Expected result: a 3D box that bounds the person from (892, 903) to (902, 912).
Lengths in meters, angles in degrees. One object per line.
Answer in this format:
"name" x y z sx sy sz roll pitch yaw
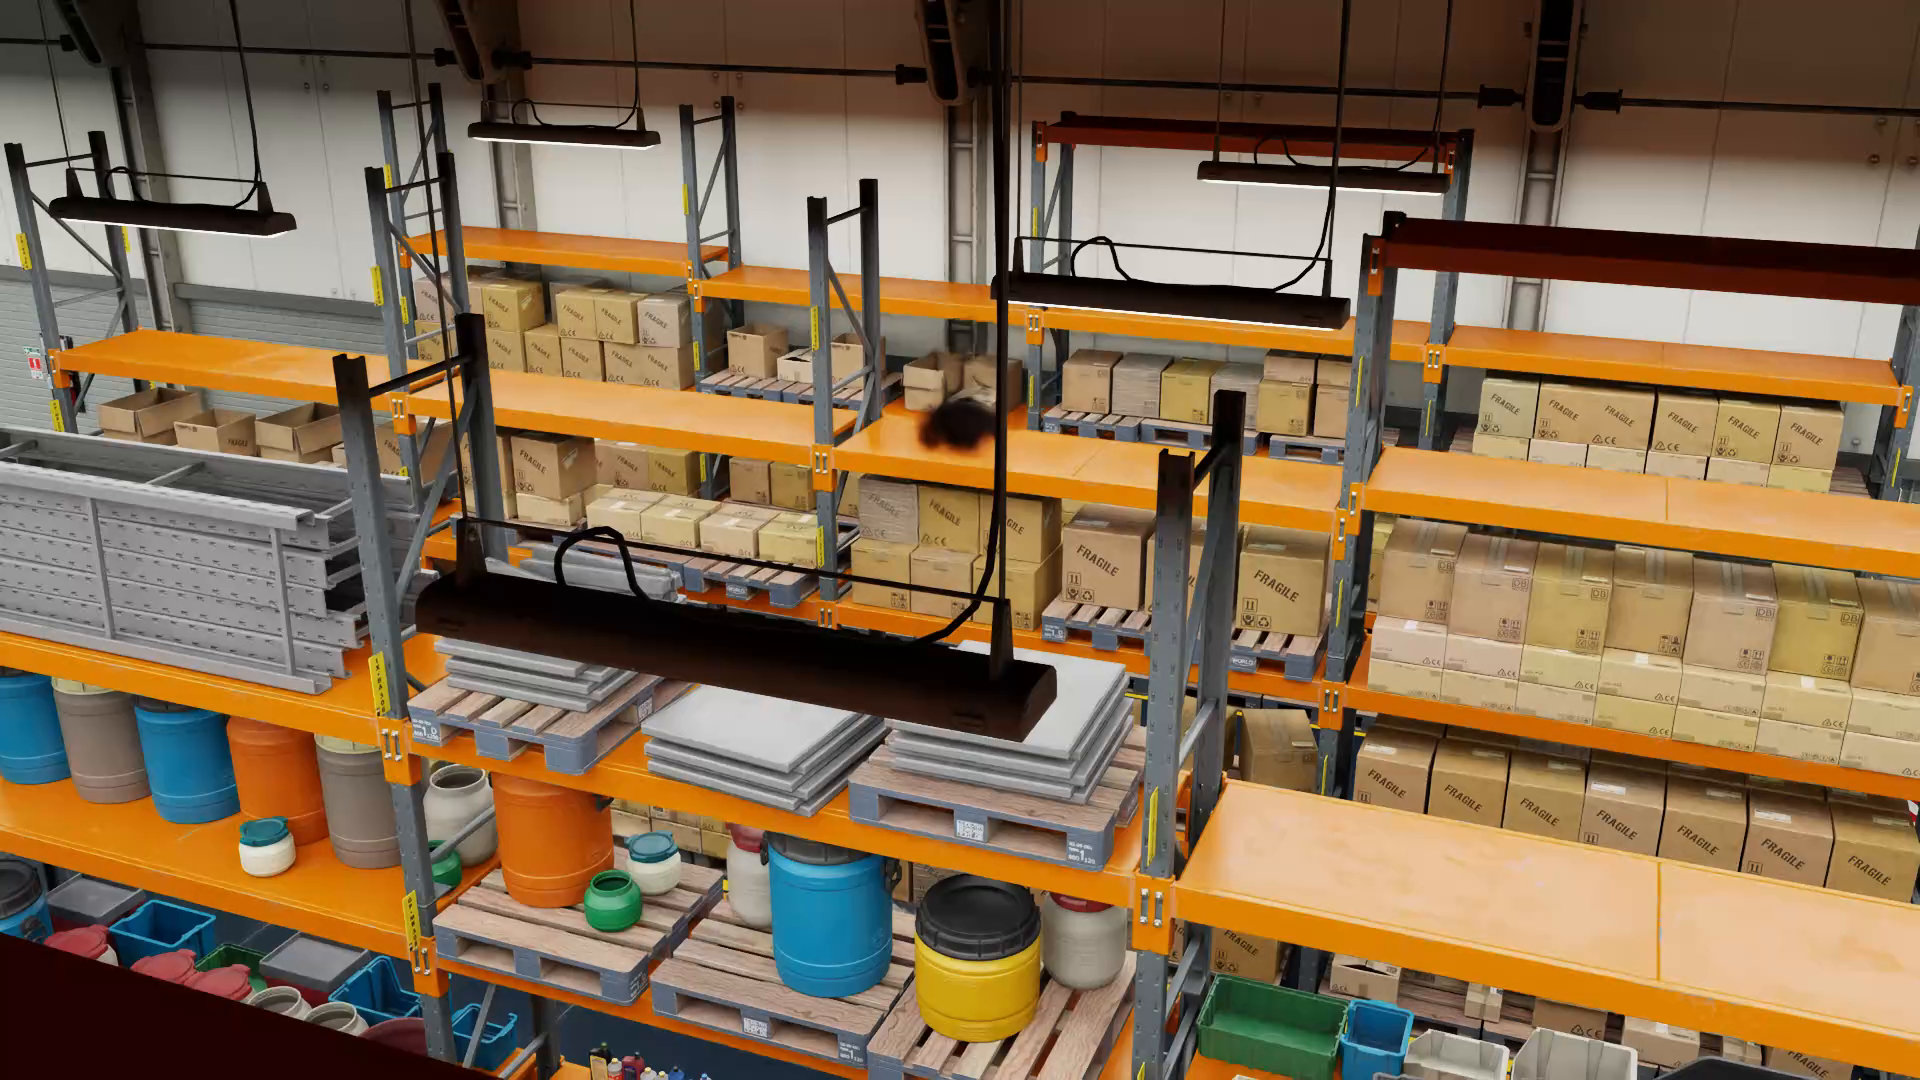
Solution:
"person" -0.568 3.232 11.549 0.637 1.680 0.594 8 22 20
